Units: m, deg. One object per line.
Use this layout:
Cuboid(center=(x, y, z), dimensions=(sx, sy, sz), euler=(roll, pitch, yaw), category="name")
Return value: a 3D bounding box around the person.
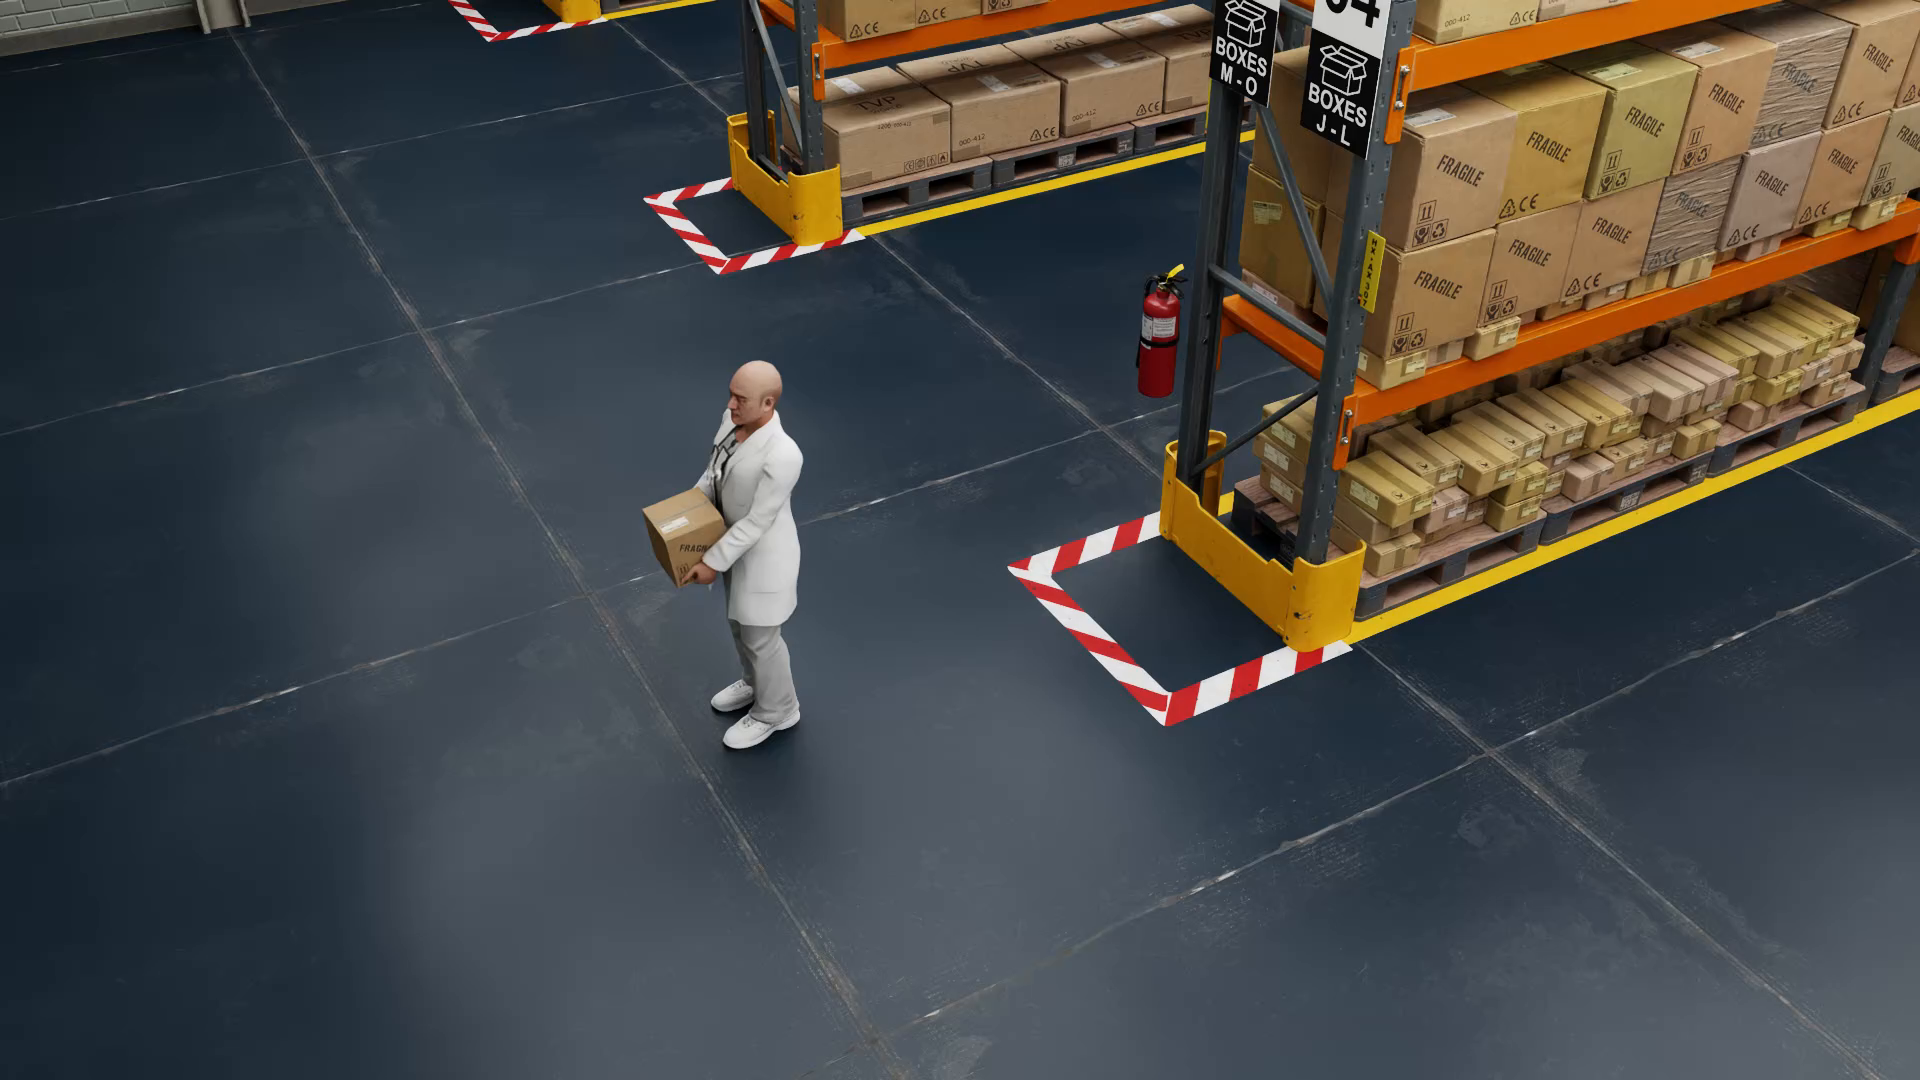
Cuboid(center=(-0.928, 0.082, 6.834), dimensions=(0.545, 1.776, 0.527), euler=(-19, 40, -23), category="person")
